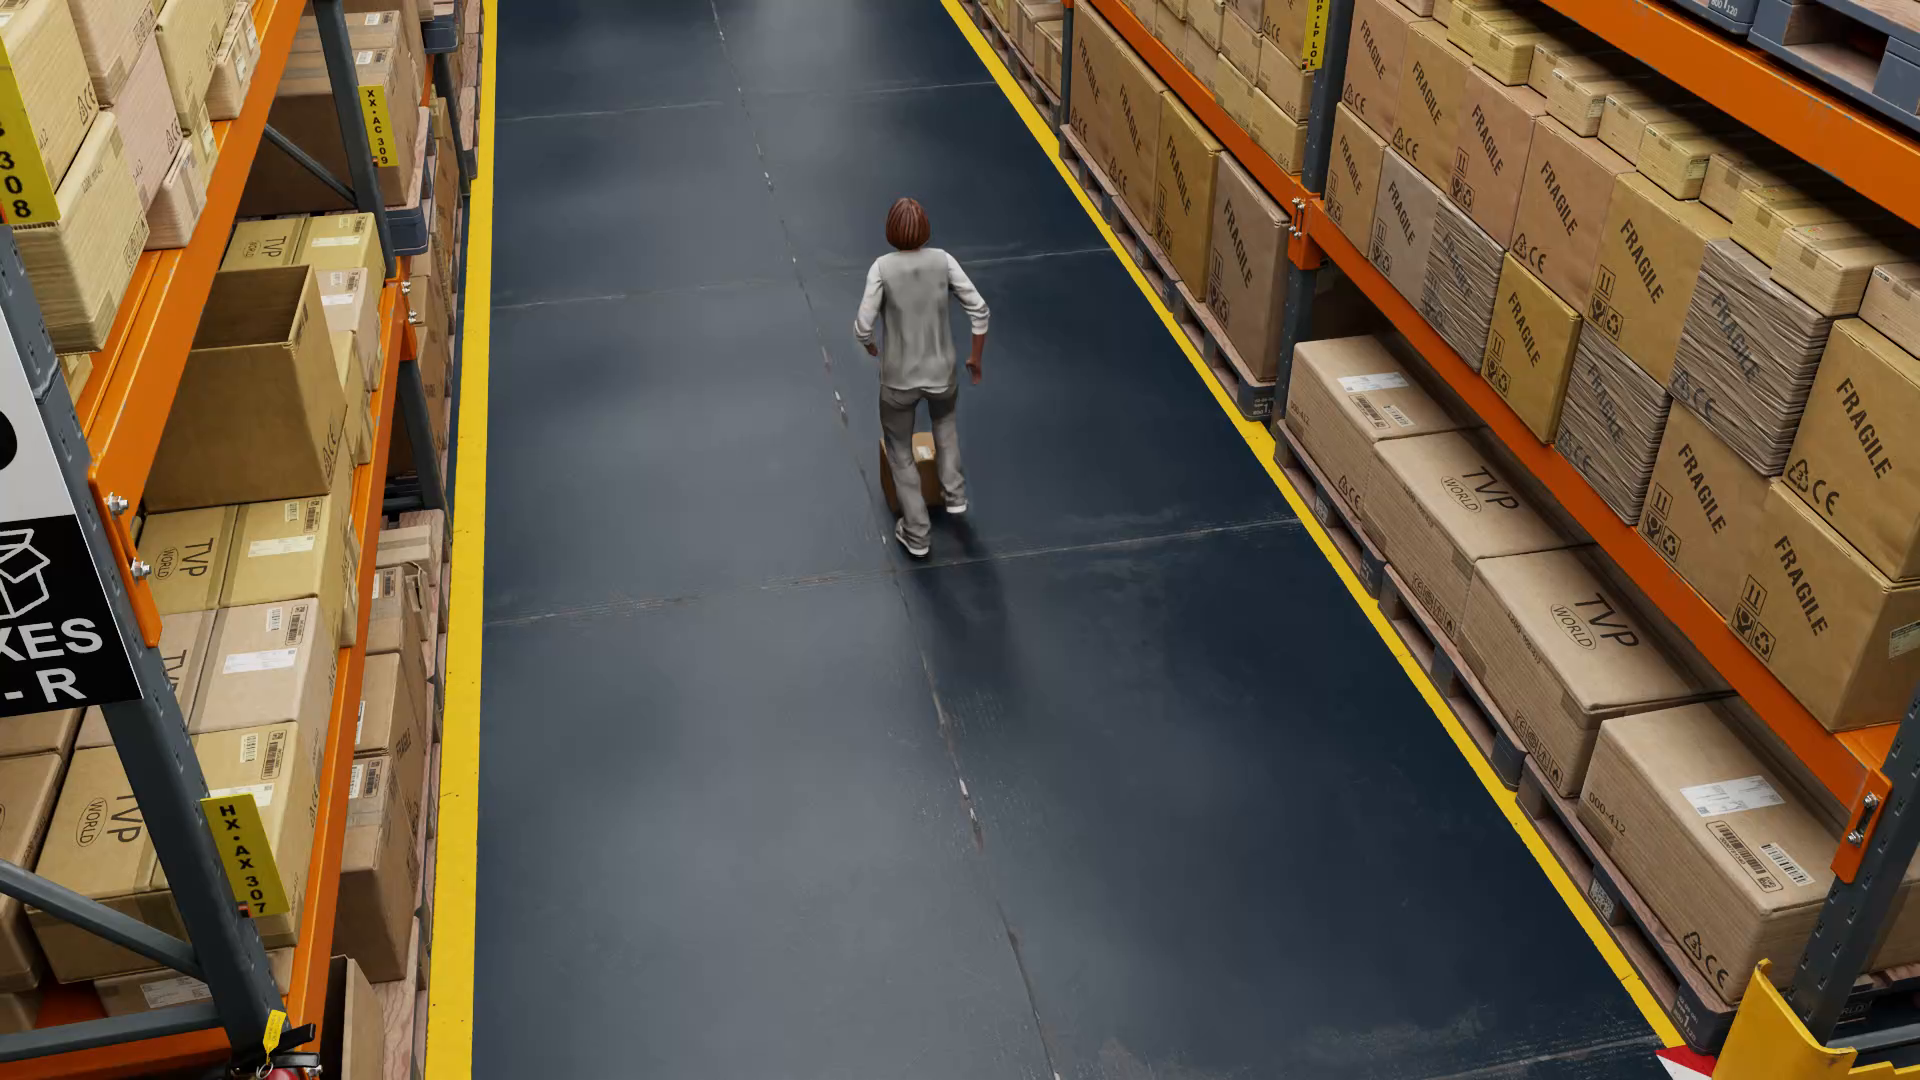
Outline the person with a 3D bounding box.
[{"bbox_3d":[-0.169,-0.733,7.264,0.565,1.521,0.655,-10,36,-14],"label":"person"}]
